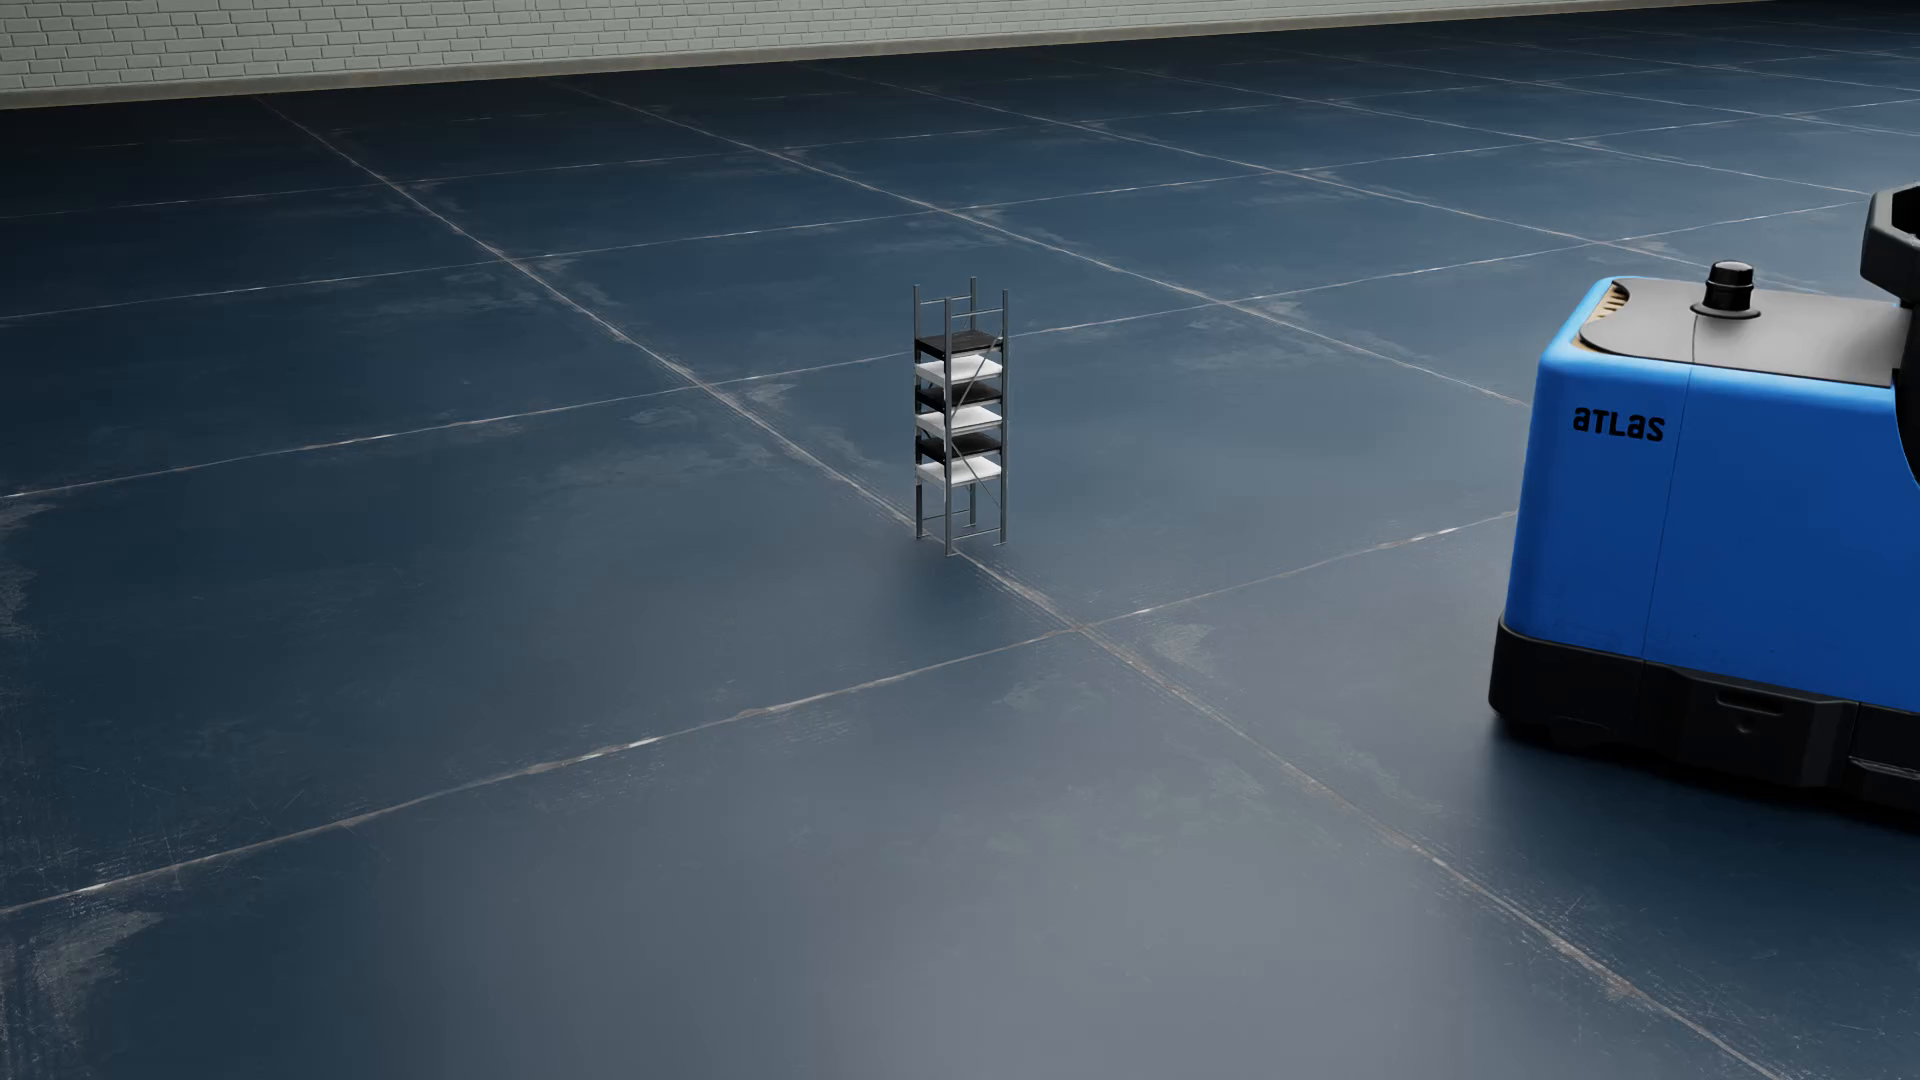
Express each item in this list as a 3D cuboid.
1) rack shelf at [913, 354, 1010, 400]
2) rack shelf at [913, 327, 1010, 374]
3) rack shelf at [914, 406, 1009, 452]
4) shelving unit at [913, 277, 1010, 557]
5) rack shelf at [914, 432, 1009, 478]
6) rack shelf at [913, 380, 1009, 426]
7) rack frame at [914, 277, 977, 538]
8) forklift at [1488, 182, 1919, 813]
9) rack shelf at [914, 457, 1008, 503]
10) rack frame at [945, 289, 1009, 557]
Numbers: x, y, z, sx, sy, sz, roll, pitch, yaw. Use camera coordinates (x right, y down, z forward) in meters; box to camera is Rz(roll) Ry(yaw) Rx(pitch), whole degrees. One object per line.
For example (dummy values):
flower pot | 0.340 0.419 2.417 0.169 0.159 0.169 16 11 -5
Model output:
rack shelf | 0.004 -0.550 5.580 0.258 0.077 0.200 -13 25 -28
rack shelf | 0.004 -0.633 5.546 0.258 0.077 0.200 -13 25 -28
rack shelf | 0.004 -0.383 5.648 0.258 0.077 0.200 -13 25 -28
shelving unit | 0.004 -0.414 5.636 0.258 0.900 0.210 -13 25 -28
rack shelf | 0.004 -0.300 5.682 0.258 0.077 0.200 -13 25 -28
rack shelf | 0.004 -0.467 5.614 0.258 0.077 0.200 -13 25 -28
rack frame | -0.048 -0.447 5.717 0.240 0.900 0.006 -13 25 -28
forklift | 2.986 -0.735 3.727 3.031 2.935 1.130 11 25 26
rack shelf | 0.004 -0.217 5.716 0.258 0.077 0.200 -13 25 -28
rack frame | 0.056 -0.381 5.555 0.240 0.900 0.006 -13 25 -28
